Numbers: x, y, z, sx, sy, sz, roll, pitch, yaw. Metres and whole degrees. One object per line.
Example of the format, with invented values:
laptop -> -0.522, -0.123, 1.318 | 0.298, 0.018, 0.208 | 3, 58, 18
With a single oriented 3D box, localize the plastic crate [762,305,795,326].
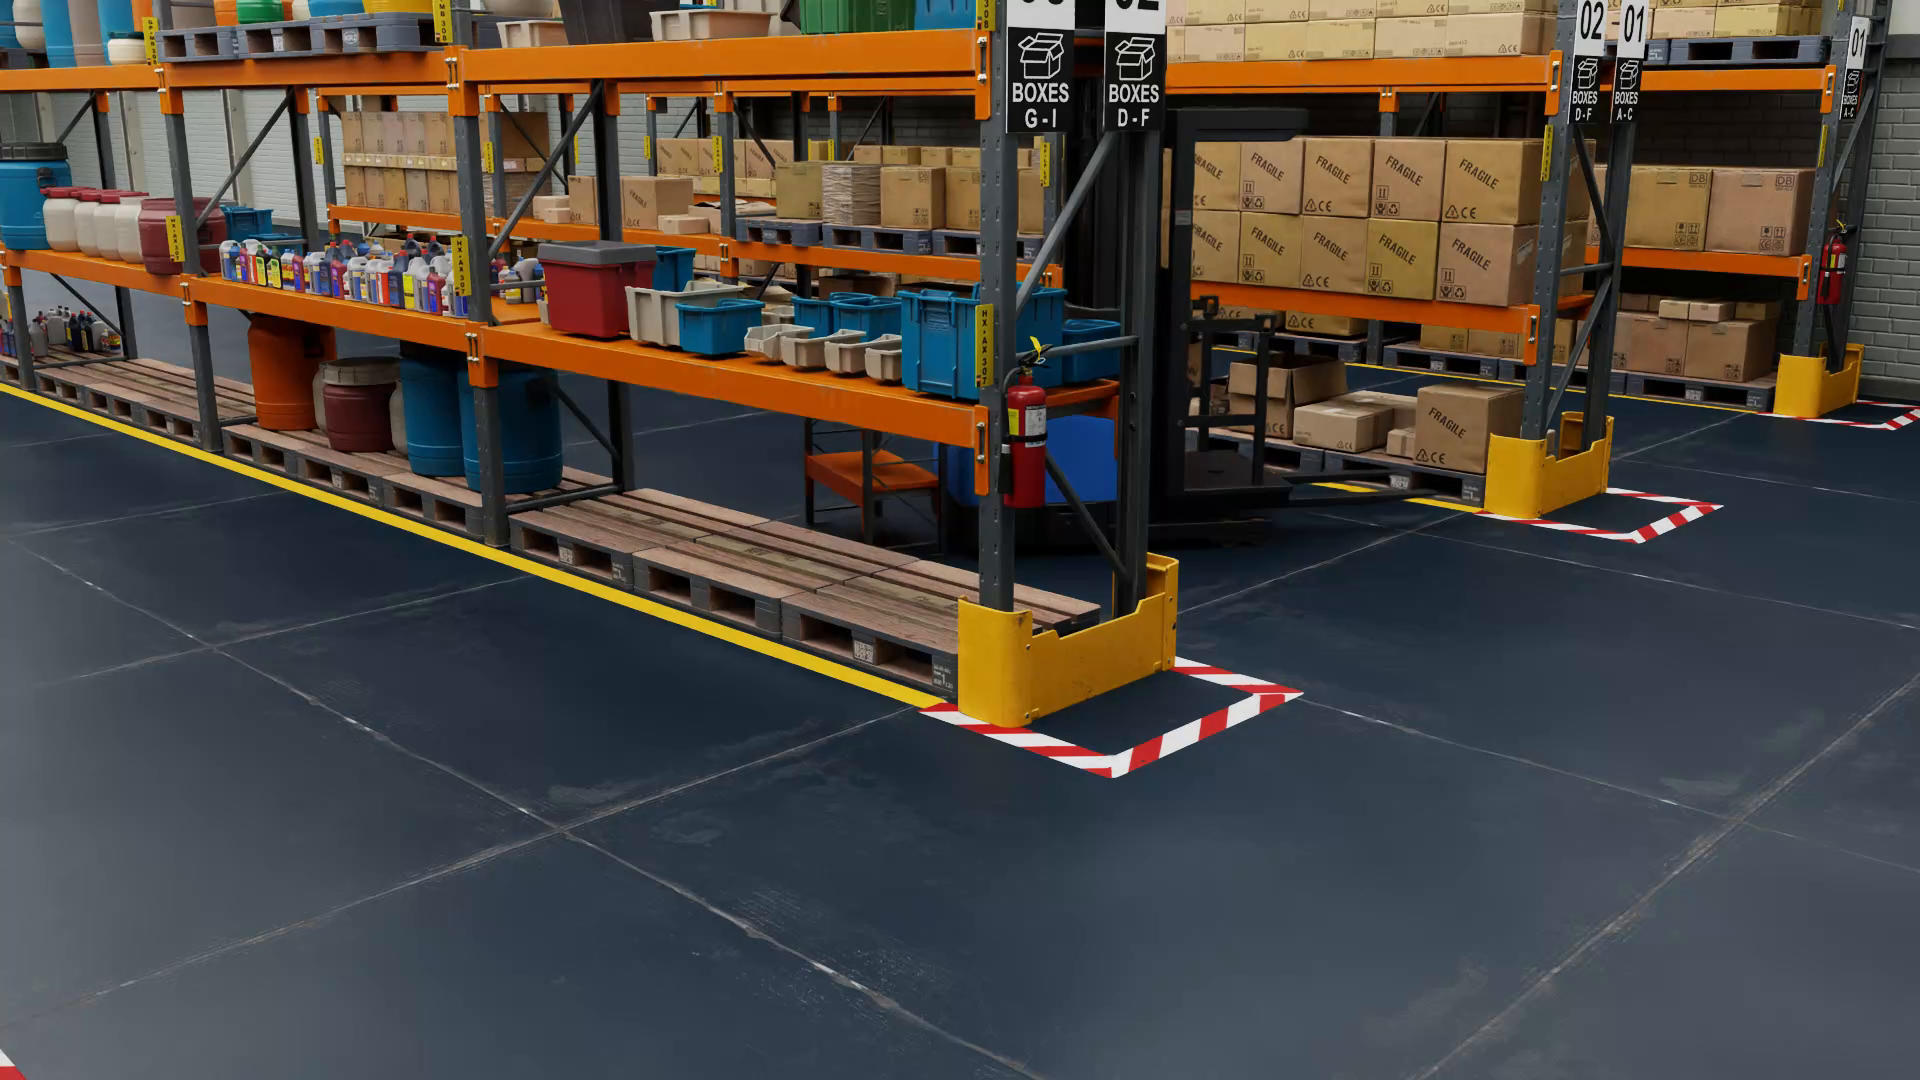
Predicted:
plastic crate -> -0.949, -1.150, 8.799 | 0.466, 0.136, 0.293 | 14, 20, 42

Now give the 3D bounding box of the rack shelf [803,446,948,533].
rack shelf -> -0.515, -0.316, 9.885 | 0.538, 0.278, 1.000 | -6, 16, -23

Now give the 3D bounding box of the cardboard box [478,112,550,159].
cardboard box -> -5.053, -4.550, 18.672 | 0.500, 0.500, 0.700 | 14, 20, 42

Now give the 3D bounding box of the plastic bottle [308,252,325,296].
plastic bottle -> -4.206, -1.761, 10.988 | 0.135, 0.276, 0.152 | 14, 20, 42

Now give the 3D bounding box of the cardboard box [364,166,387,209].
cardboard box -> -6.901, -4.370, 20.557 | 0.700, 0.500, 0.500 | -14, 20, -43

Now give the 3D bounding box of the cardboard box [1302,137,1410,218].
cardboard box -> 2.657, -2.435, 11.147 | 0.500, 0.500, 0.500 | -14, 20, -43

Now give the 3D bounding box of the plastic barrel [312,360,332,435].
plastic barrel -> -4.458, -1.033, 12.047 | 0.421, 0.512, 0.421 | 0, 15, 0

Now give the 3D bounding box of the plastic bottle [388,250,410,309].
plastic bottle -> -3.433, -1.608, 10.253 | 0.185, 0.351, 0.144 | 14, 20, 42

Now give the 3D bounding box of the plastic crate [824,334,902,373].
plastic crate -> -0.443, -0.863, 7.699 | 0.243, 0.136, 0.396 | 14, 20, 42

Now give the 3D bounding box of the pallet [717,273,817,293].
pallet -> -2.684, -3.672, 23.606 | 1.213, 0.211, 1.003 | 14, 20, 42

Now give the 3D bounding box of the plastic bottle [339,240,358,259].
plastic bottle -> -4.085, -1.820, 11.065 | 0.185, 0.351, 0.144 | 14, 20, 42

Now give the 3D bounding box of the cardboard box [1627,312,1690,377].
cardboard box -> 6.411, -1.782, 14.947 | 0.500, 0.500, 0.700 | 14, 20, 42

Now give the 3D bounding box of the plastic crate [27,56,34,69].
plastic crate -> -9.117, -4.573, 16.005 | 0.450, 0.188, 0.336 | 14, 20, 42

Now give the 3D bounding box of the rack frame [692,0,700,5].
rack frame -> -4.174, -8.300, 23.939 | 0.127, 3.000, 1.000 | 14, 20, 42

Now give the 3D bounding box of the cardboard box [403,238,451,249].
cardboard box -> -6.300, -3.335, 19.916 | 0.500, 0.500, 0.500 | 14, 20, 42

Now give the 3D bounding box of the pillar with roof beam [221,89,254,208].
pillar with roof beam -> -19.015, -10.703, 33.162 | 0.400, 9.000, 9.100 | 14, 20, 42

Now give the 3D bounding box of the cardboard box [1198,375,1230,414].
cardboard box -> 2.176, -1.129, 12.776 | 0.500, 0.311, 0.500 | 14, 20, 42

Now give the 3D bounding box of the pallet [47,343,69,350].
pallet -> -9.508, -1.888, 16.758 | 1.213, 0.211, 1.003 | 14, 20, 42

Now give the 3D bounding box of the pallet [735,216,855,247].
pallet -> -1.314, -2.898, 15.486 | 1.003, 0.211, 1.213 | 14, 20, 42

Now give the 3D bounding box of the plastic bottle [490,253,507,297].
plastic bottle -> -3.019, -1.739, 10.888 | 0.133, 0.283, 0.061 | 14, 20, 42

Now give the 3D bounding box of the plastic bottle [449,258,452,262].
plastic bottle -> -3.314, -1.791, 11.103 | 0.135, 0.276, 0.152 | 14, 20, 42

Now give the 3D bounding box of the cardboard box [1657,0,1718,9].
cardboard box -> 6.276, -4.758, 14.074 | 0.500, 0.500, 0.500 | -14, 20, -43

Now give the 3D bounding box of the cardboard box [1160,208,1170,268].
cardboard box -> 1.578, -2.217, 12.295 | 0.500, 0.500, 0.500 | 14, 20, 43

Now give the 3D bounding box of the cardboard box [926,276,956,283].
cardboard box -> -0.007, -3.396, 21.102 | 0.500, 0.500, 0.700 | 14, 20, 43

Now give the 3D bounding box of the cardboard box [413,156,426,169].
cardboard box -> -6.180, -4.436, 19.524 | 0.380, 0.149, 0.250 | -14, 20, -42

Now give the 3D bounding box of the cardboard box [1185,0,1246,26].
cardboard box -> 1.920, -3.711, 11.581 | 0.500, 0.250, 0.500 | 14, 20, 42

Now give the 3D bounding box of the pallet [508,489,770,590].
pallet -> -1.855, -0.027, 9.618 | 1.213, 0.211, 1.003 | 14, 20, 42

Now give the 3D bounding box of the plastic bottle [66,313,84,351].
plastic bottle -> -8.564, -2.020, 16.116 | 0.185, 0.351, 0.144 | 14, 20, 42

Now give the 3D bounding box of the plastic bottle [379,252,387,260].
plastic bottle -> -4.117, -1.960, 11.899 | 0.097, 0.201, 0.097 | 0, 15, 0

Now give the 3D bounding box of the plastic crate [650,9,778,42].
plastic crate -> -1.192, -2.439, 7.917 | 0.530, 0.136, 0.437 | 14, 20, 42

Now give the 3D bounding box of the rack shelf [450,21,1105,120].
rack shelf -> -0.972, -2.252, 8.103 | 4.000, 0.370, 1.077 | 14, 20, 42

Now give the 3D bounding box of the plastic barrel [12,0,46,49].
plastic barrel -> -8.344, -4.718, 15.088 | 0.421, 0.512, 0.421 | 0, 15, 0

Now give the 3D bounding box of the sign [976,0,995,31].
sign -> 0.098, -2.096, 6.288 | 0.005, 0.325, 0.100 | 14, 20, 42

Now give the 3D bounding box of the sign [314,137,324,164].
sign -> -7.999, -4.854, 20.740 | 0.005, 0.325, 0.100 | 14, 20, 42

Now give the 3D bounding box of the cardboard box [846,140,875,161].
cardboard box -> -1.487, -5.117, 22.391 | 0.500, 0.500, 0.500 | 13, 19, 41

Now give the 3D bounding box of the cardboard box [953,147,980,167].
cardboard box -> 0.328, -4.552, 20.384 | 0.500, 0.500, 0.700 | 14, 20, 42

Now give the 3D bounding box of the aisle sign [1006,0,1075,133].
aisle sign -> 0.316, -1.991, 6.467 | 0.004, 0.787, 0.394 | 14, 20, 42

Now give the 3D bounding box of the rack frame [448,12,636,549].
rack frame -> -2.411, -1.498, 9.733 | 0.127, 3.000, 1.000 | 14, 20, 42

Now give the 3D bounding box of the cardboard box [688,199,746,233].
cardboard box -> -2.360, -3.245, 16.615 | 0.500, 0.311, 0.500 | 13, 20, 42

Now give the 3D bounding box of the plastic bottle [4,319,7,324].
plastic bottle -> -9.246, -1.996, 16.158 | 0.133, 0.283, 0.061 | 14, 20, 42

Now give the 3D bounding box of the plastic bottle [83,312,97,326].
plastic bottle -> -8.464, -2.046, 16.217 | 0.144, 0.351, 0.185 | -14, 20, -43

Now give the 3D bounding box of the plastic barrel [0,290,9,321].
plastic barrel -> -10.162, -2.409, 17.329 | 0.421, 0.512, 0.421 | 0, 15, 0

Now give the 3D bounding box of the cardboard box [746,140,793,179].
cardboard box -> -2.567, -5.200, 22.709 | 0.500, 0.500, 0.500 | 13, 19, 41

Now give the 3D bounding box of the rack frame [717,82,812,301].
rack frame -> -1.850, -3.097, 15.868 | 0.127, 3.000, 1.000 | 14, 20, 42

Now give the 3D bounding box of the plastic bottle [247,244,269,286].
plastic bottle -> -4.871, -1.923, 11.609 | 0.135, 0.276, 0.152 | 14, 20, 42

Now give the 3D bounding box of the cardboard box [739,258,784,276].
cardboard box -> -2.834, -4.025, 23.517 | 0.500, 0.500, 0.700 | 12, 19, 39

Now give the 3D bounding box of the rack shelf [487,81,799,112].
rack shelf -> -3.290, -4.550, 16.924 | 4.000, 0.370, 1.077 | 14, 20, 42

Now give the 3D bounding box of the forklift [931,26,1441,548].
forklift -> 1.390, -1.501, 9.881 | 3.031, 2.935, 1.130 | -3, 15, -10

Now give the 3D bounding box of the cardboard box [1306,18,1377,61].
cardboard box -> 2.635, -3.292, 10.967 | 0.500, 0.250, 0.500 | 14, 20, 42

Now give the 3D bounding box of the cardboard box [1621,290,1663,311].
cardboard box -> 6.271, -2.200, 15.263 | 0.250, 0.149, 0.380 | 14, 20, 43

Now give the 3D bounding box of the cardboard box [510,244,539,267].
cardboard box -> -4.846, -3.170, 19.284 | 0.500, 0.500, 0.500 | 14, 20, 42

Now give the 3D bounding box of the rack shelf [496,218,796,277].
rack shelf -> -3.290, -3.099, 17.302 | 4.000, 0.370, 1.077 | 14, 20, 42

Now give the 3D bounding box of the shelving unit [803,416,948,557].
shelving unit -> -0.515, -0.553, 9.823 | 0.538, 1.125, 1.048 | -6, 16, -23

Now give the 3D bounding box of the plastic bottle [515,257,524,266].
plastic bottle -> -2.808, -1.676, 10.669 | 0.097, 0.271, 0.097 | 0, 15, 0

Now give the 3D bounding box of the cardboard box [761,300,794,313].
cardboard box -> -1.721, -1.969, 15.623 | 0.500, 0.500, 0.500 | -13, 20, -42

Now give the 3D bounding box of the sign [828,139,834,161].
sign -> -1.665, -5.016, 21.516 | 0.005, 0.325, 0.100 | 14, 20, 42

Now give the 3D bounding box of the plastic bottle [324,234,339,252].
plastic bottle -> -4.704, -2.149, 12.460 | 0.133, 0.283, 0.061 | 14, 20, 42

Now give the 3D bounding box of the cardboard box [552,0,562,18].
cardboard box -> -3.887, -5.531, 17.240 | 0.500, 0.500, 0.500 | -12, 19, -39
